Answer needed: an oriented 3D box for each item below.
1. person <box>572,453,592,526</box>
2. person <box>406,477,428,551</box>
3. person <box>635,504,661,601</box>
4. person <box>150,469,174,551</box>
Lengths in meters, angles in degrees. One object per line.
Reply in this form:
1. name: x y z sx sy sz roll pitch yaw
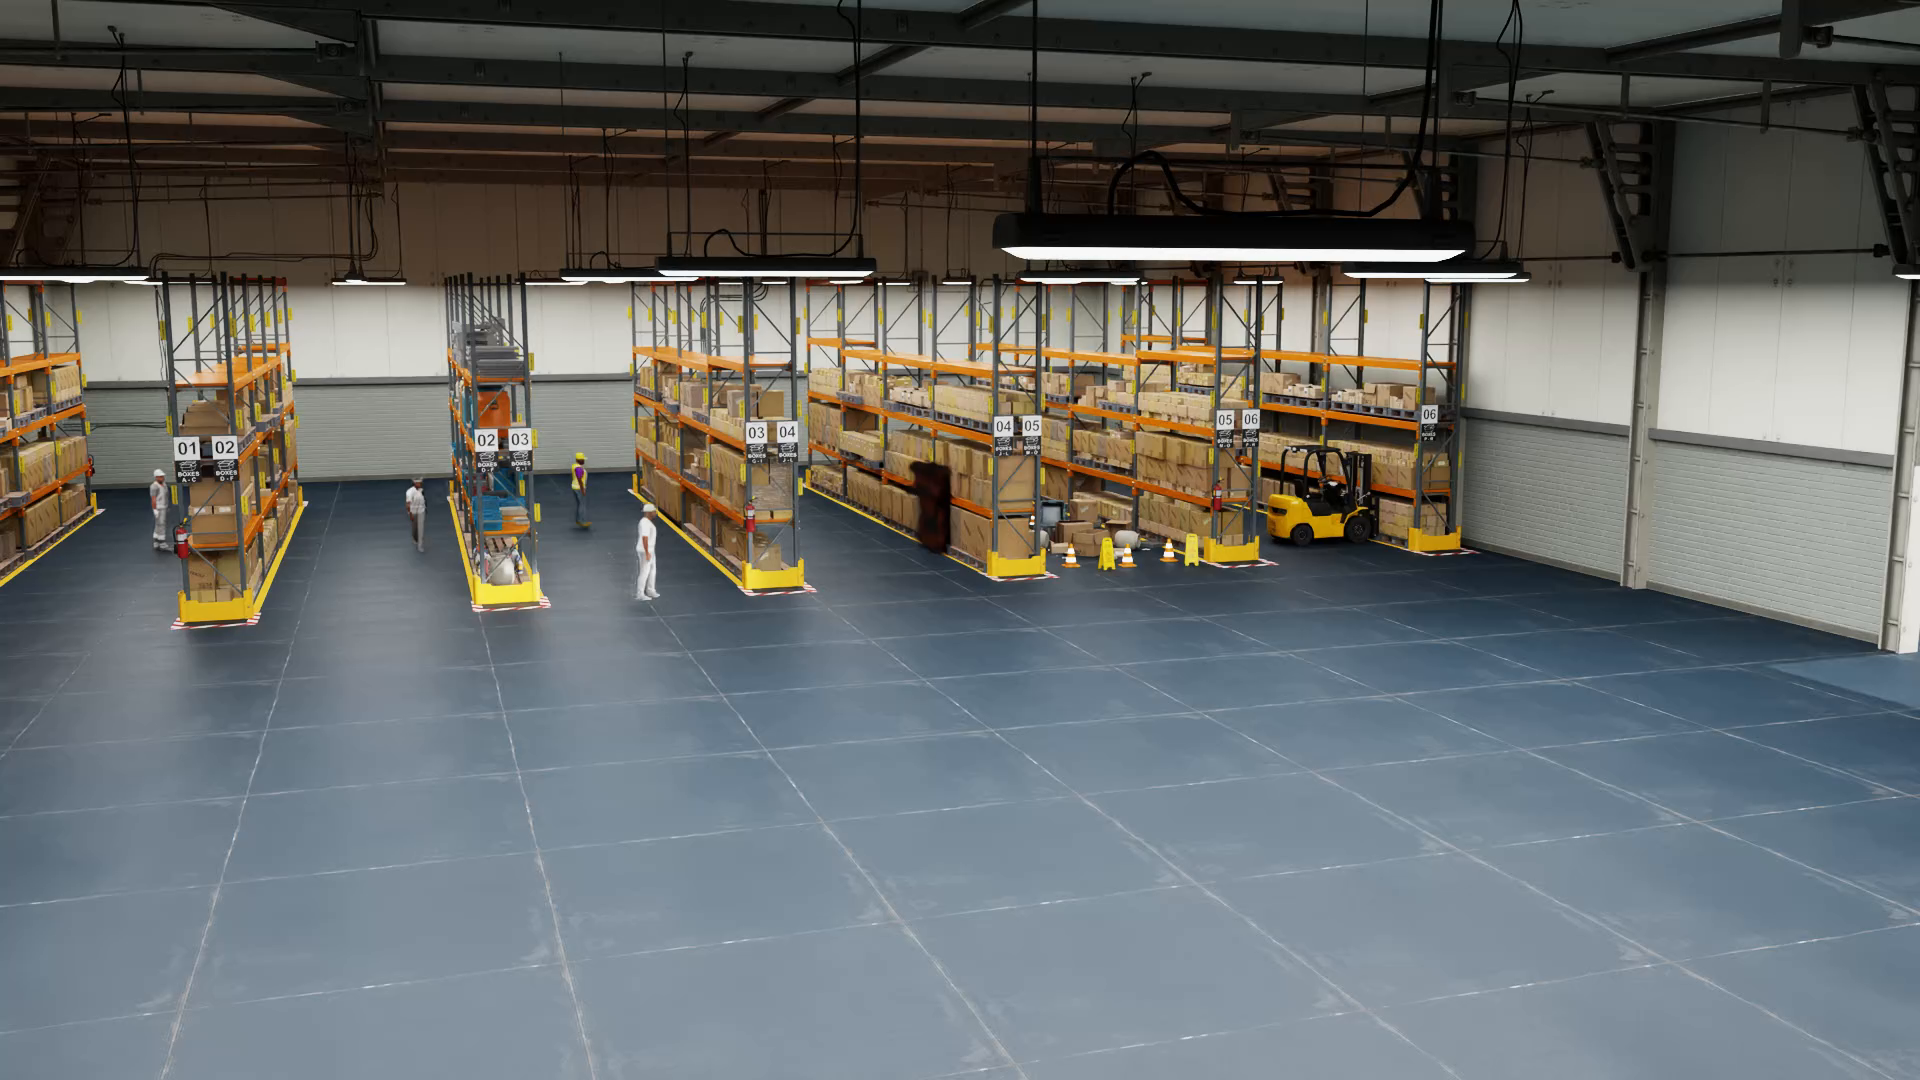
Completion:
1. person: -9.162 -1.229 40.274 0.424 1.769 0.637 -4 9 -25
2. person: -11.933 -0.590 36.589 0.419 1.626 0.928 -2 9 -11
3. person: -5.795 0.214 30.804 0.434 1.770 0.646 0 9 1
4. person: -17.534 -0.665 36.549 0.445 1.797 0.565 -3 9 -19
